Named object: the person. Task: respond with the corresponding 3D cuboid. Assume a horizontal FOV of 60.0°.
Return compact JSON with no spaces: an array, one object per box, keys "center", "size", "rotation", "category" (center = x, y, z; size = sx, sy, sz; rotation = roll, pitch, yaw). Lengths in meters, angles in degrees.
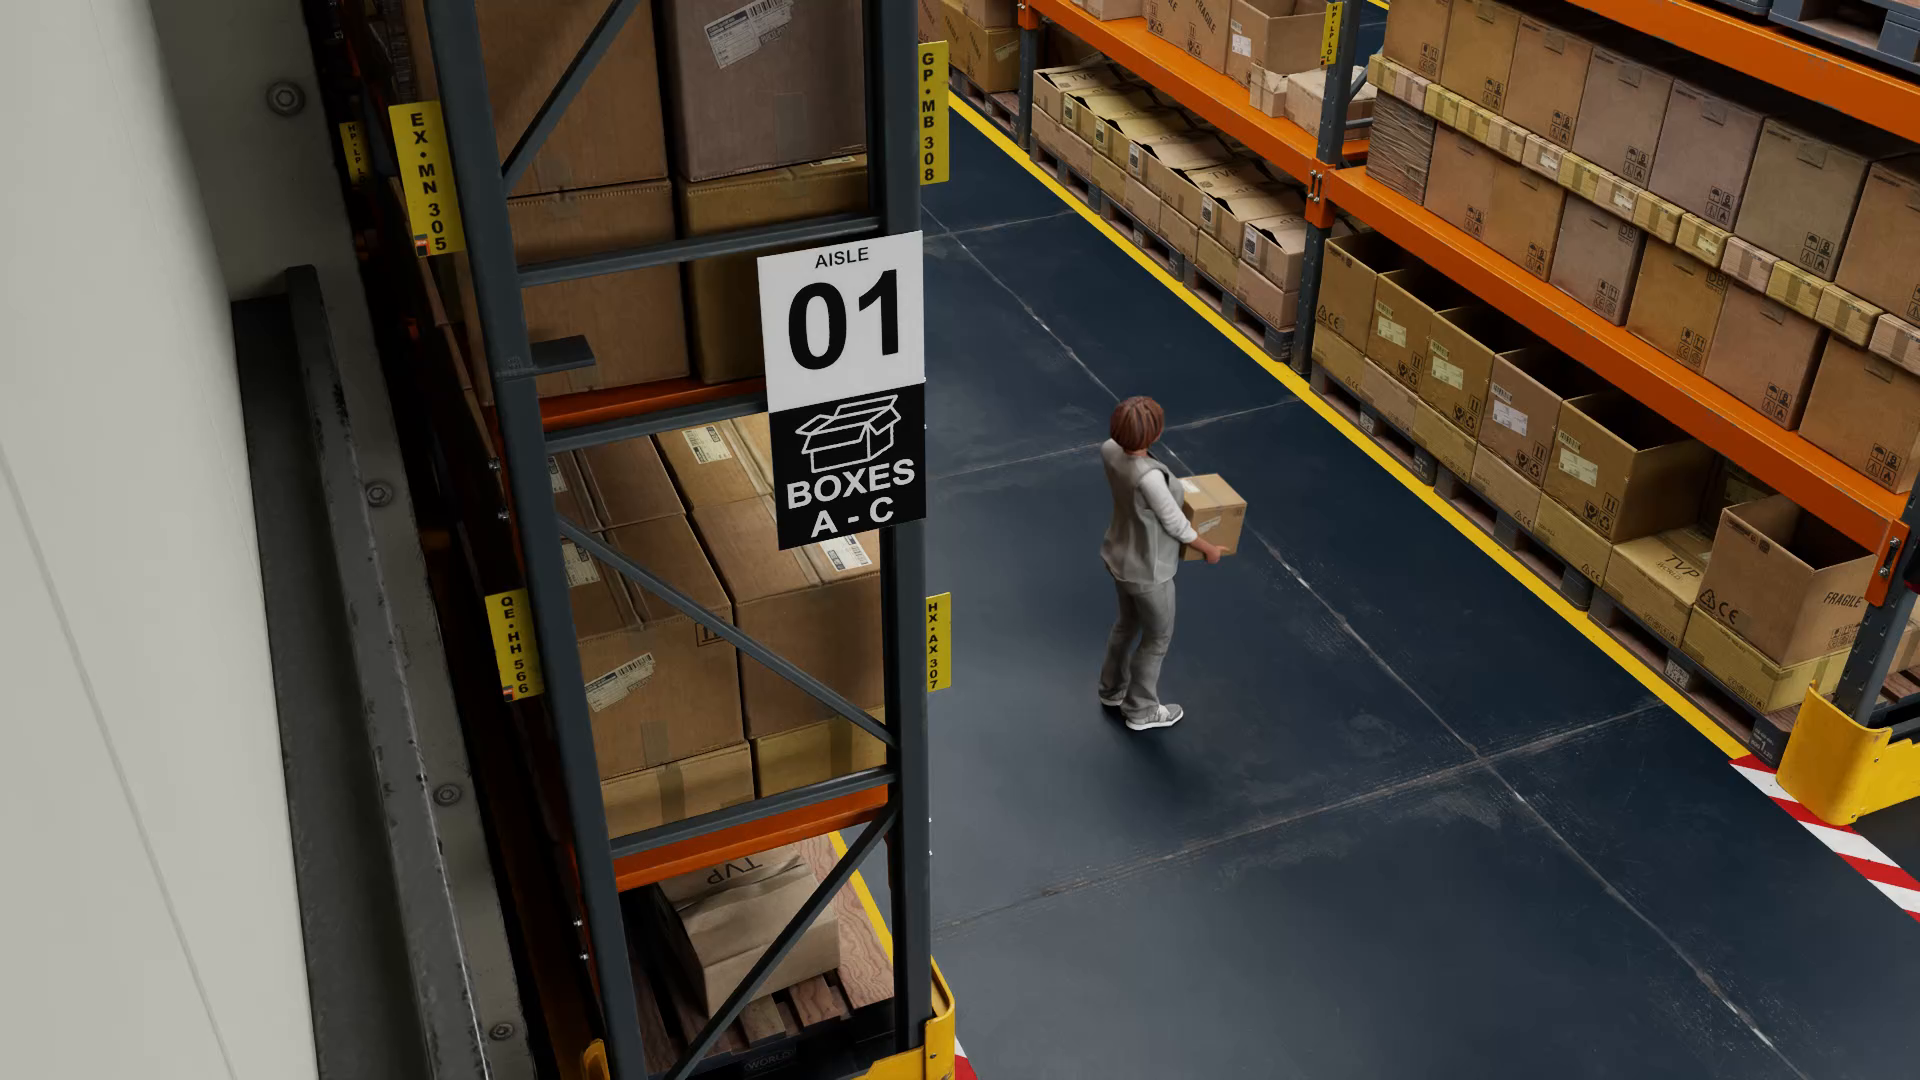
[{"center":[0.830,0.085,6.941],"size":[0.497,1.586,0.405],"rotation":[-13,36,-18],"category":"person"}]
